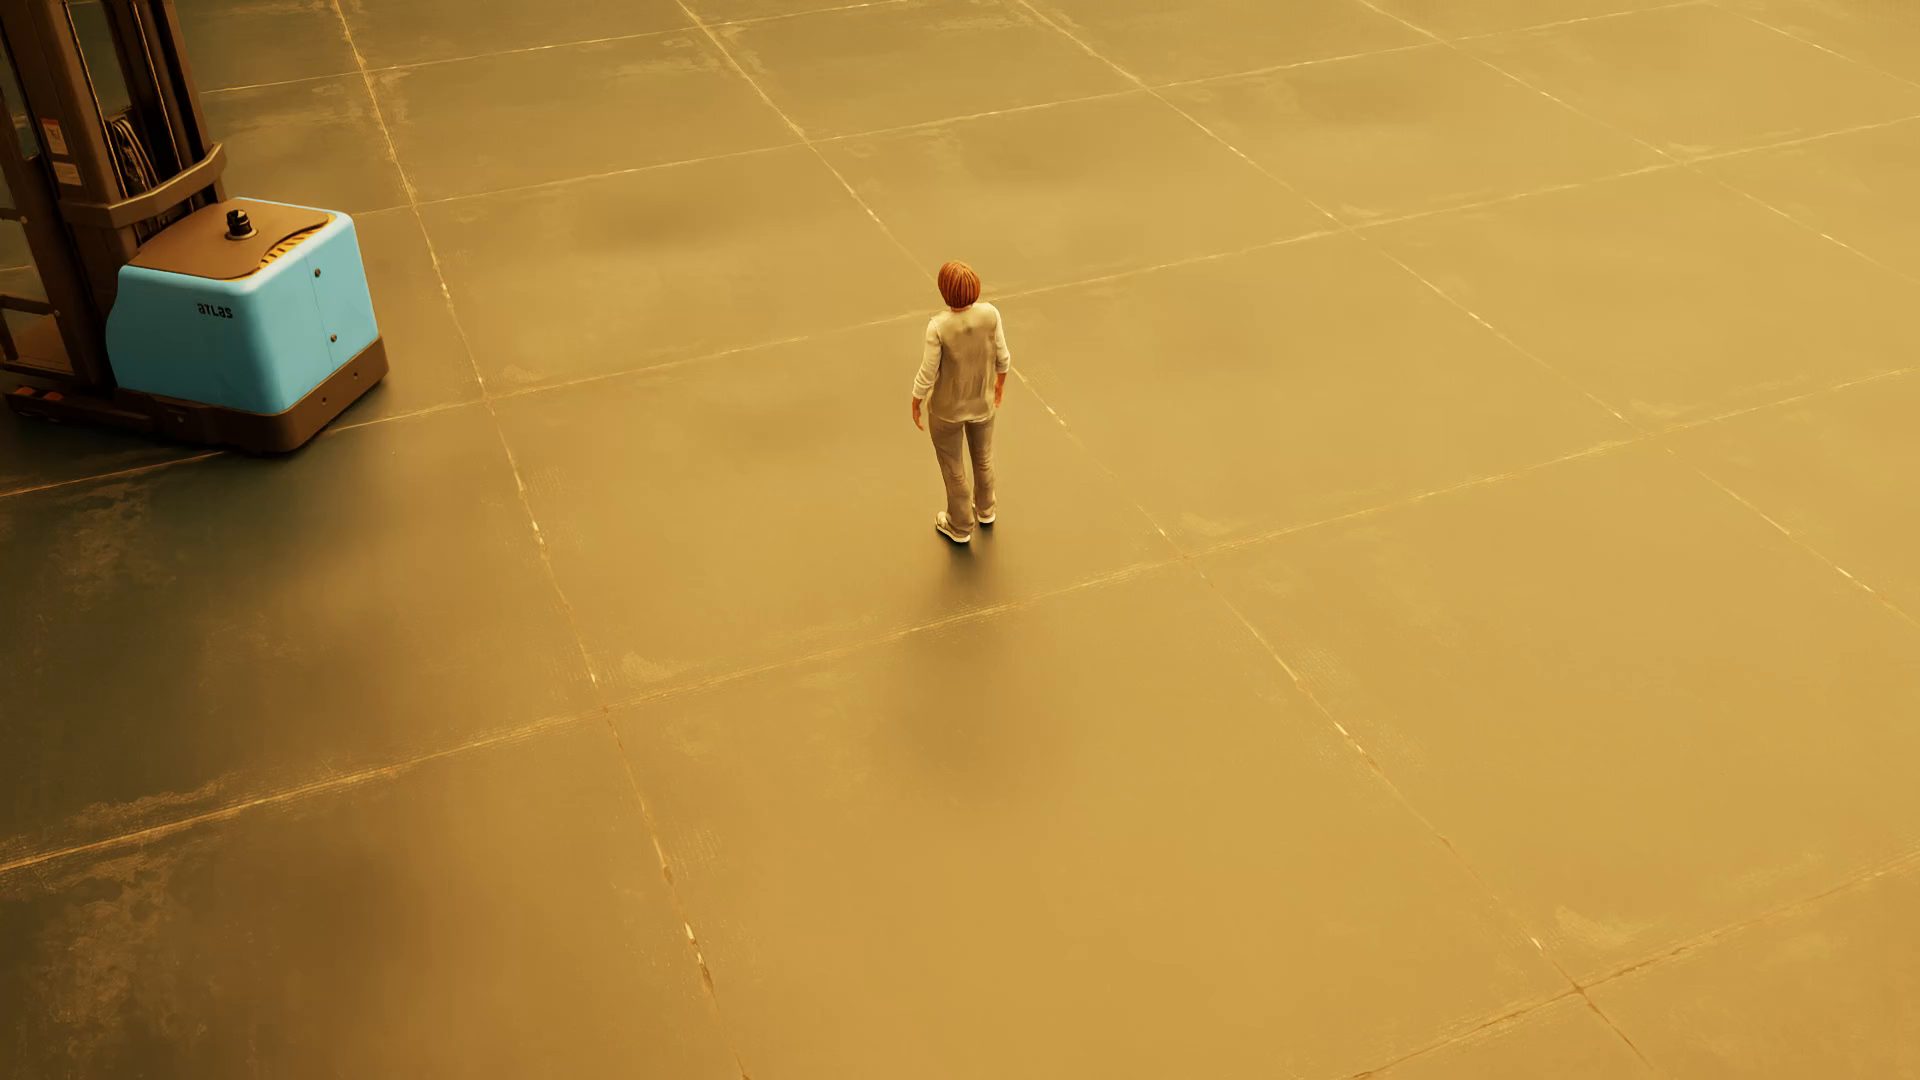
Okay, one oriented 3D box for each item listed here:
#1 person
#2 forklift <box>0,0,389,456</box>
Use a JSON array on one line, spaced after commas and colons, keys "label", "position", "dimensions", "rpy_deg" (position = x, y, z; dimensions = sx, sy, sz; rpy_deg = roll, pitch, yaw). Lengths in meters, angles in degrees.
[{"label": "person", "position": [-0.017, -0.699, 8.221], "dimensions": [0.521, 1.599, 0.473], "rpy_deg": [-14, 38, -19]}, {"label": "forklift", "position": [-4.981, -2.157, 9.132], "dimensions": [3.031, 2.935, 1.130], "rpy_deg": [10, 37, 14]}]
